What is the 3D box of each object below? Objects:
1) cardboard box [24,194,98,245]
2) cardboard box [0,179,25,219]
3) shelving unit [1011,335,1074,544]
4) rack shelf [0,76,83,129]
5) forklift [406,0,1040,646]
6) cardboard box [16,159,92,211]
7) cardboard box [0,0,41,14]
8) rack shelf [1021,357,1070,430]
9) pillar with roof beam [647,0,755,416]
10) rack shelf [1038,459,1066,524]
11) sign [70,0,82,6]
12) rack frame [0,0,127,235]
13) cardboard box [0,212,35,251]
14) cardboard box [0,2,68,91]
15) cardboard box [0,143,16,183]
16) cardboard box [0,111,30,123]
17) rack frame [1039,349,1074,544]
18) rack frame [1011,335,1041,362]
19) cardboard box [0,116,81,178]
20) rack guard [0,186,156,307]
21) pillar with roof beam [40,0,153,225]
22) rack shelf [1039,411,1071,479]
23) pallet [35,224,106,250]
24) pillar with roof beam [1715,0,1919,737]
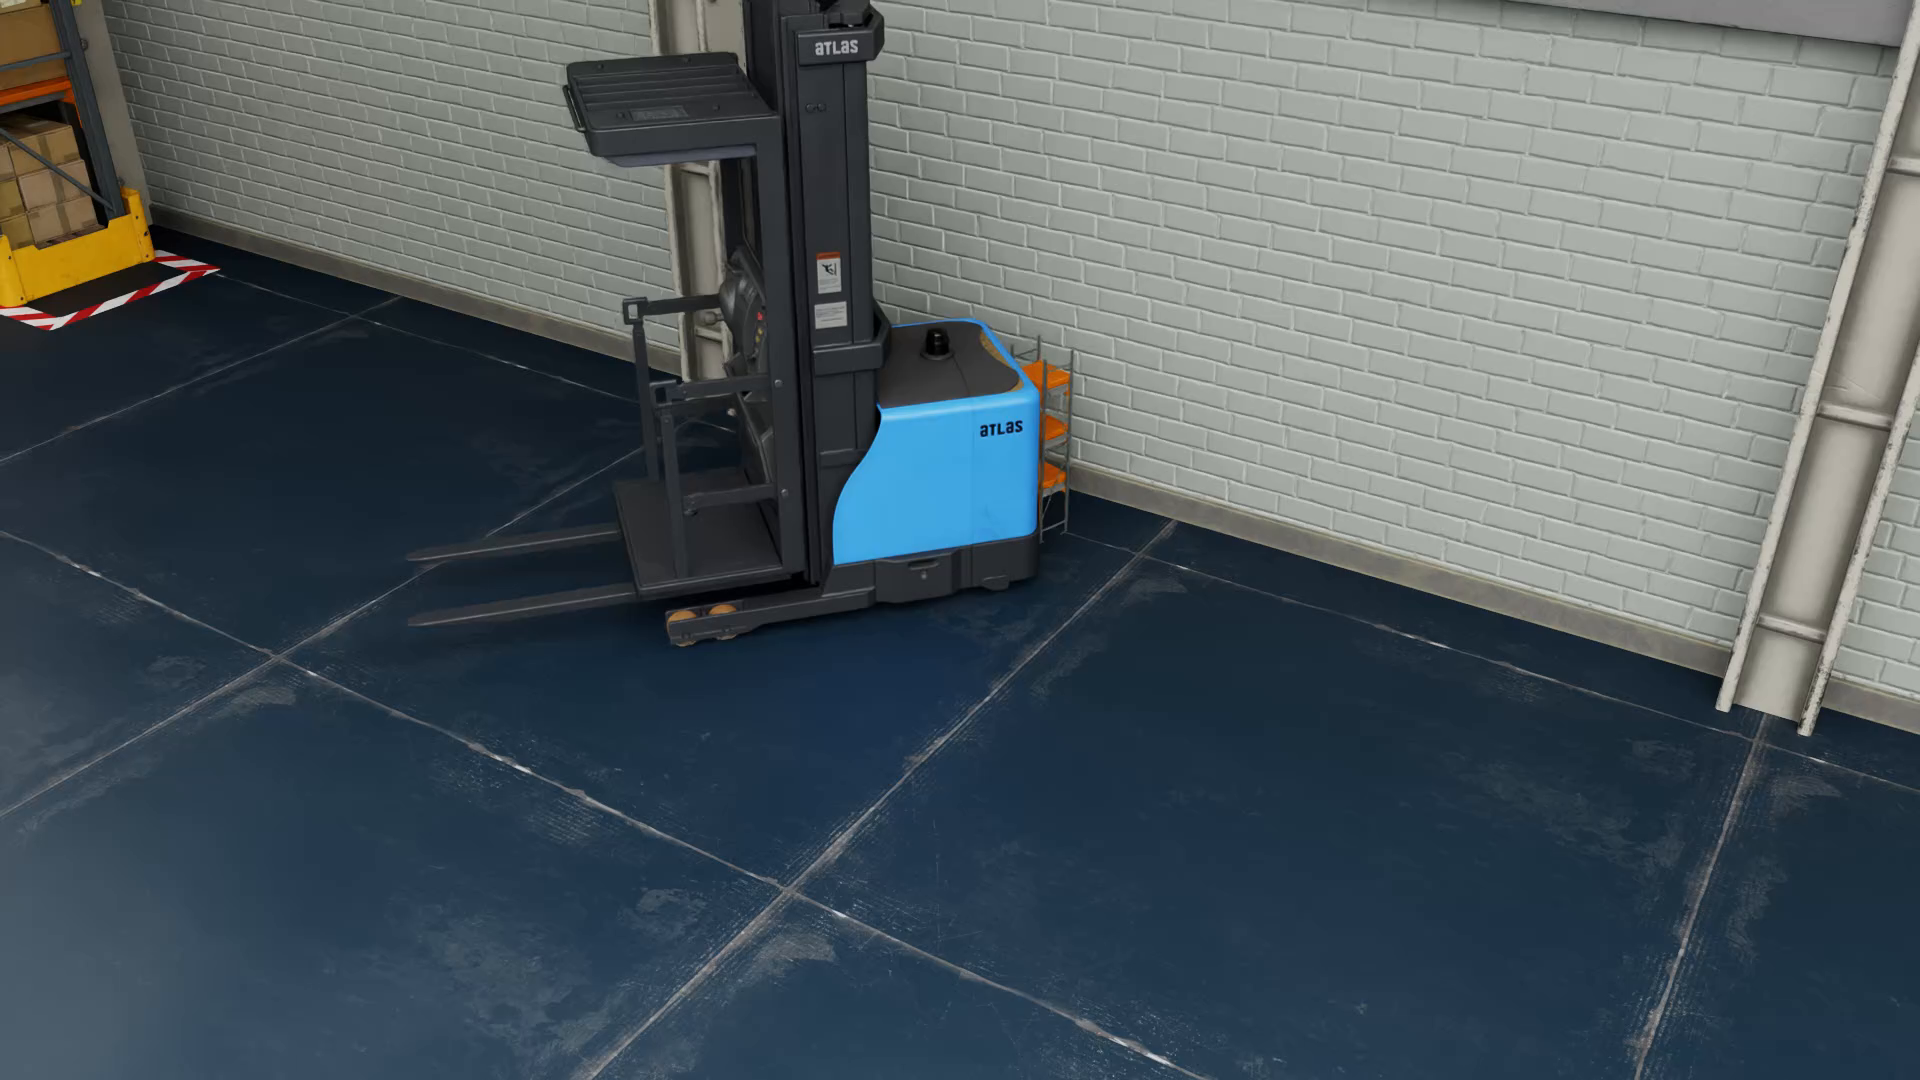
[{"bbox_3d":[-6.731,-2.405,12.207,0.500,0.250,0.500,18,35,28],"label":"cardboard box"},{"bbox_3d":[-6.997,-2.403,11.708,0.500,0.250,0.500,17,34,27],"label":"cardboard box"},{"bbox_3d":[0.412,-0.511,8.584,0.215,1.050,0.252,-23,37,-34],"label":"shelving unit"},{"bbox_3d":[-8.113,-3.421,12.351,4.000,0.370,1.077,18,35,27],"label":"rack shelf"},{"bbox_3d":[-1.180,-1.060,7.658,3.031,2.935,1.130,-9,31,-14],"label":"forklift"},{"bbox_3d":[-6.707,-2.620,12.081,0.500,0.250,0.500,18,35,28],"label":"cardboard box"},{"bbox_3d":[-6.568,-3.721,11.409,0.250,0.149,0.380,17,34,26],"label":"cardboard box"},{"bbox_3d":[0.412,-0.747,8.447,0.215,0.259,0.240,-23,37,-34],"label":"rack shelf"},{"bbox_3d":[-3.736,-2.914,4.814,0.400,9.000,9.100,18,35,27],"label":"pillar with roof beam"},{"bbox_3d":[0.412,-0.262,8.730,0.215,0.259,0.240,-23,37,-34],"label":"rack shelf"},{"bbox_3d":[-6.119,-3.839,11.417,0.005,0.325,0.100,18,35,27],"label":"sign"},{"bbox_3d":[-6.419,-3.196,11.252,0.127,3.000,1.000,18,35,27],"label":"rack frame"},{"bbox_3d":[-6.985,-2.181,11.823,0.500,0.250,0.500,18,35,28],"label":"cardboard box"},{"bbox_3d":[-6.691,-3.491,11.657,0.500,0.500,0.500,19,35,29],"label":"cardboard box"},{"bbox_3d":[-6.975,-2.612,11.570,0.500,0.250,0.500,19,35,29],"label":"cardboard box"},{"bbox_3d":[-7.151,-2.964,12.173,0.500,0.250,0.500,18,35,27],"label":"cardboard box"},{"bbox_3d":[0.490,-0.464,8.504,0.200,1.050,0.008,-23,37,-34],"label":"rack frame"},{"bbox_3d":[0.333,-0.558,8.665,0.200,1.050,0.008,-23,37,-34],"label":"rack frame"},{"bbox_3d":[-6.725,-2.831,11.946,0.500,0.250,0.500,17,34,27],"label":"cardboard box"},{"bbox_3d":[-6.399,-2.110,11.871,0.348,0.500,1.175,18,35,27],"label":"rack guard"},{"bbox_3d":[-8.818,-4.521,7.570,0.400,9.000,9.100,18,35,27],"label":"pillar with roof beam"},{"bbox_3d":[0.412,-0.502,8.589,0.215,0.259,0.240,-23,37,-34],"label":"rack shelf"},{"bbox_3d":[-7.089,-2.179,12.275,1.213,0.211,1.003,18,35,27],"label":"pallet"},{"bbox_3d":[1.346,-1.306,2.059,0.400,9.000,9.100,18,35,27],"label":"pillar with roof beam"}]
